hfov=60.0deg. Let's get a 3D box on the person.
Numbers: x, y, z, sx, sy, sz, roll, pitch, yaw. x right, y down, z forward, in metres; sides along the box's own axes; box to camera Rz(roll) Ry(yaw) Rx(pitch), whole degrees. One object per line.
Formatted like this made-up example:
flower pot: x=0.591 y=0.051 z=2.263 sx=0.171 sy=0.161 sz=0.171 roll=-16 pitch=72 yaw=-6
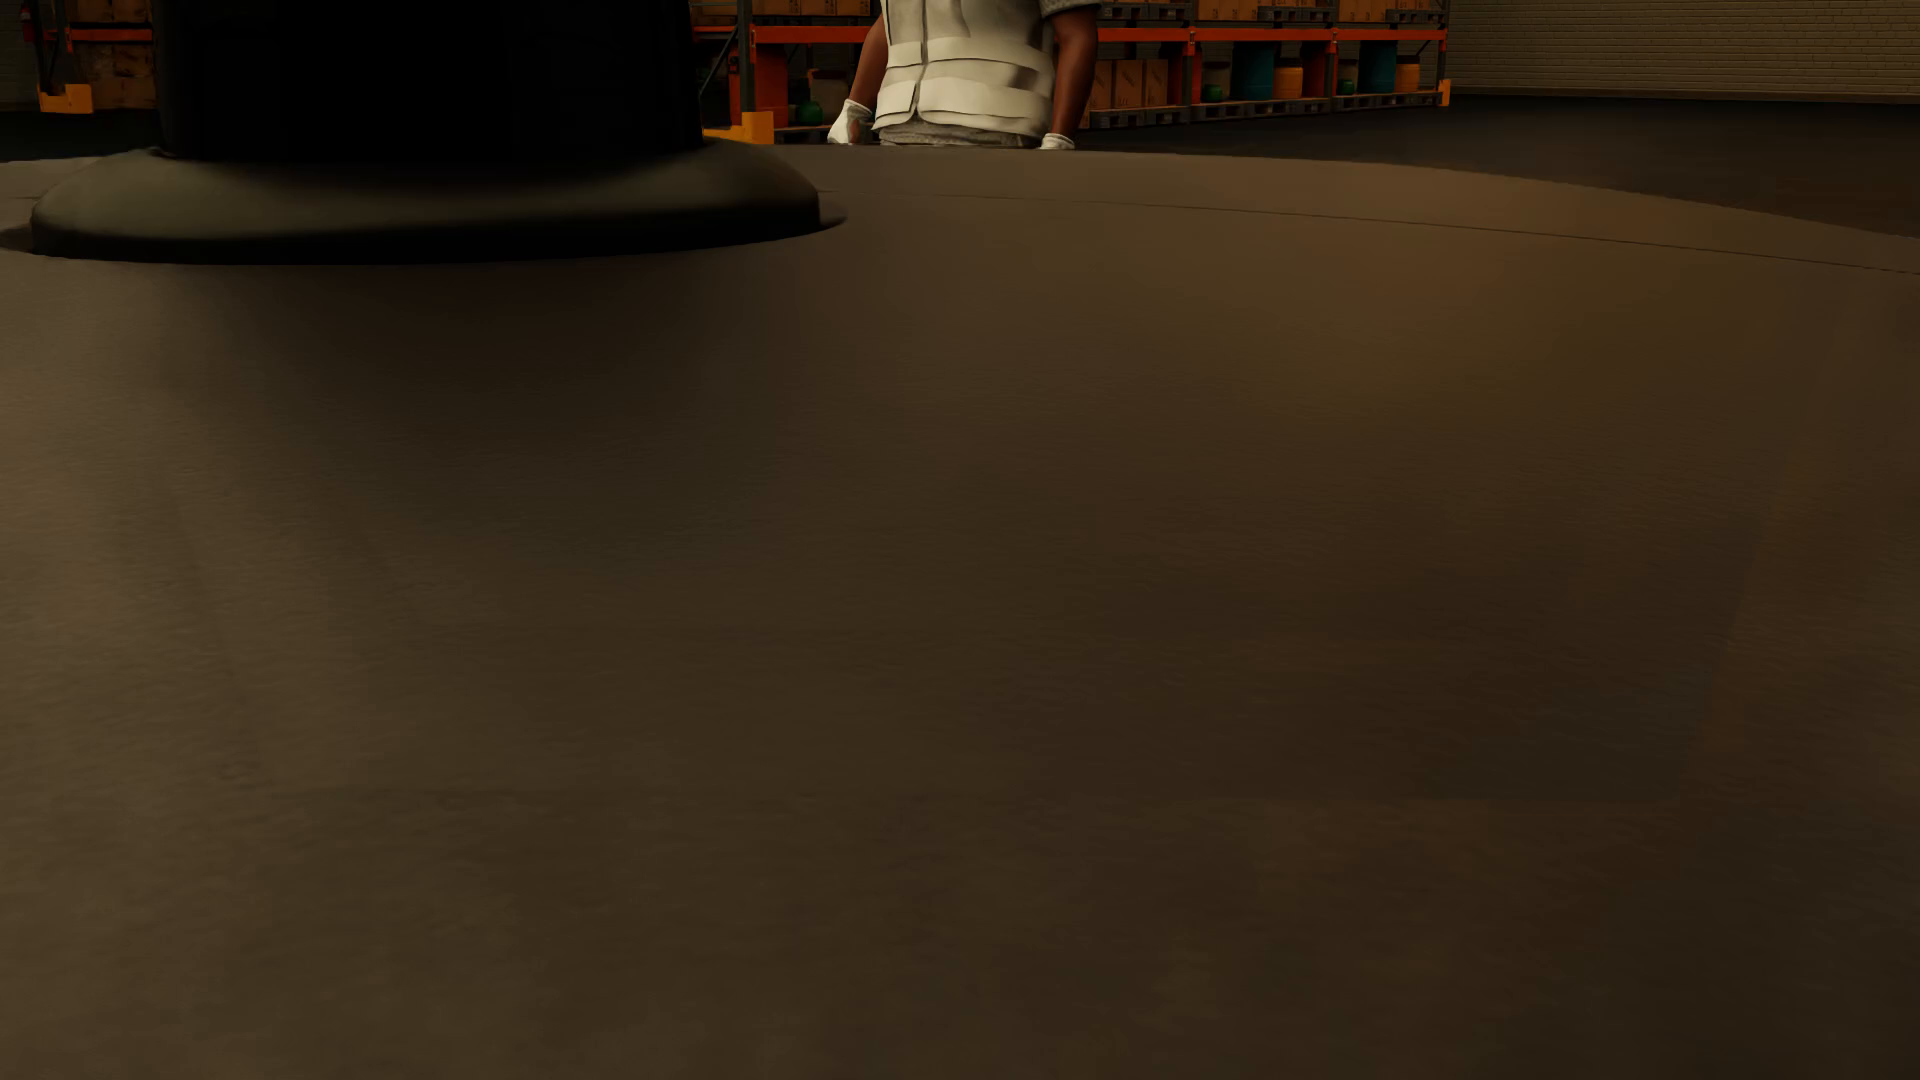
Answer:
person: x=-0.052 y=-0.846 z=3.633 sx=0.656 sy=1.782 sz=0.577 roll=13 pitch=21 yaw=37
